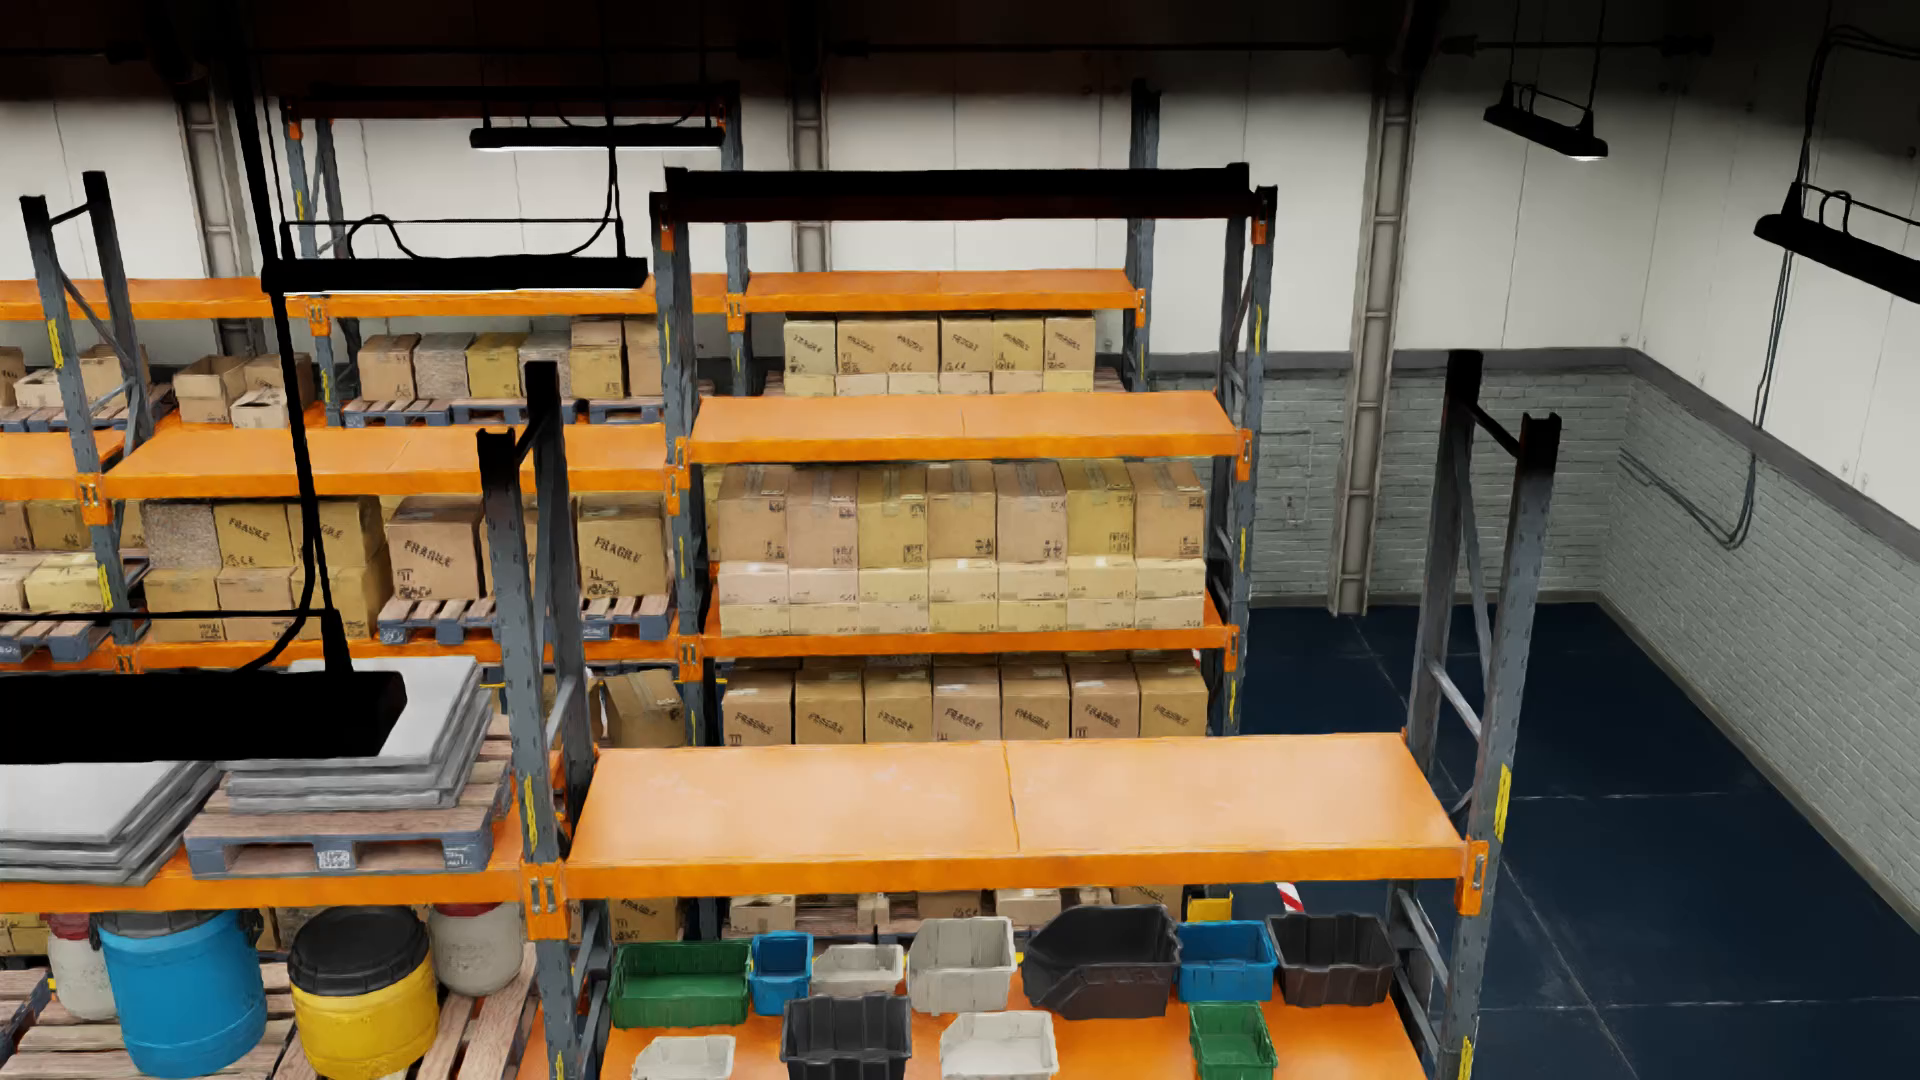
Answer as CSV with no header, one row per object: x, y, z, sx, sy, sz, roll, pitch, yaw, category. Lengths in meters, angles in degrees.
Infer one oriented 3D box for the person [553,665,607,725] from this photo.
-3.334,1.727,14.591,1.193,1.700,0.588,-2,22,-4,person
